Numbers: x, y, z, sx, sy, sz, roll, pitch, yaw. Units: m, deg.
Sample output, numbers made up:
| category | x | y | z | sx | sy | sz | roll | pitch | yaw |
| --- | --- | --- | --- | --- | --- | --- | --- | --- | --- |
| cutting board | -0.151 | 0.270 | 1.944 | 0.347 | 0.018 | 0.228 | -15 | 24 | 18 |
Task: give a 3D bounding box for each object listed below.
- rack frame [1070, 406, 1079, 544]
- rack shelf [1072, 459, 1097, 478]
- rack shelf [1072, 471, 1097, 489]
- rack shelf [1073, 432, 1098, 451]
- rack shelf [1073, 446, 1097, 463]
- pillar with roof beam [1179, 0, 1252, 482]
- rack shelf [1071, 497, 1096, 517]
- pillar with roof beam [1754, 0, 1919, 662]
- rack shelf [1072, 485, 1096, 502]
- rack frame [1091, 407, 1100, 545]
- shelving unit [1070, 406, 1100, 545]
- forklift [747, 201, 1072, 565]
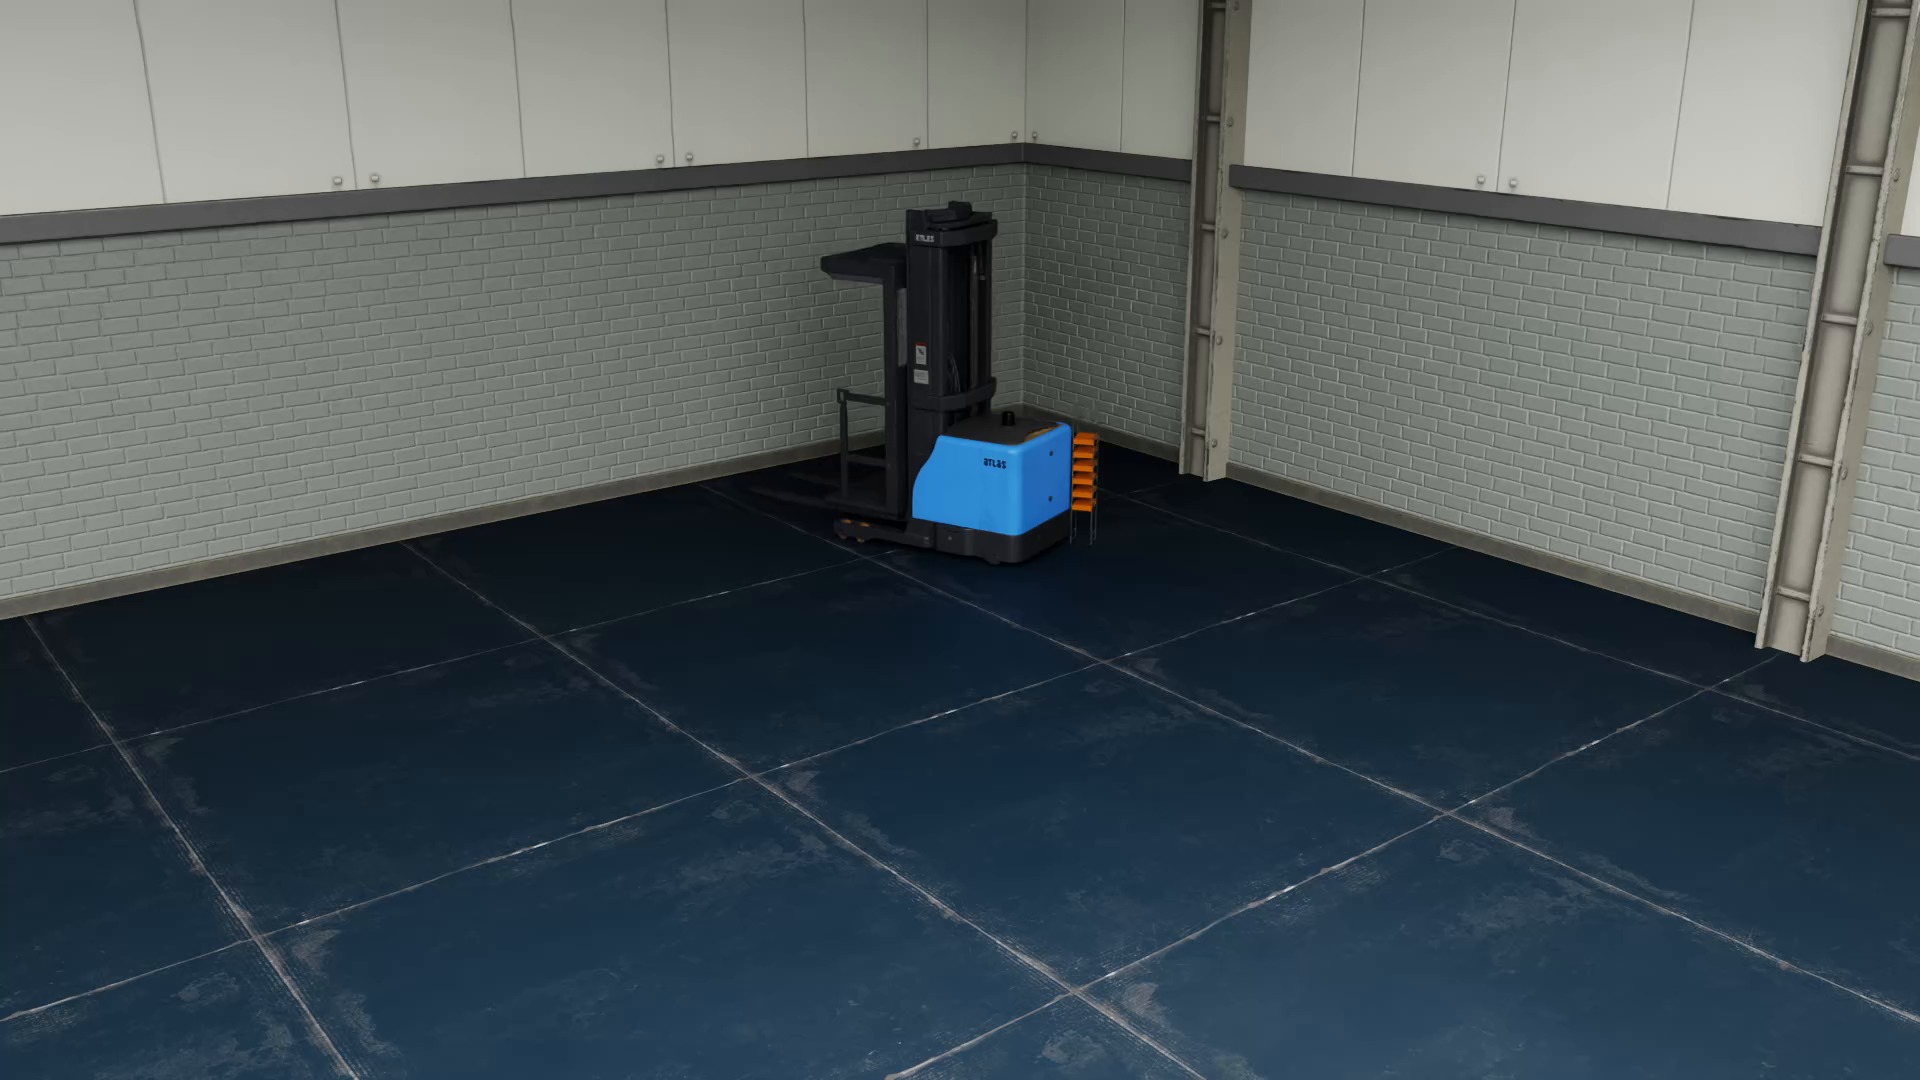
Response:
| category | x | y | z | sx | sy | sz | roll | pitch | yaw |
| --- | --- | --- | --- | --- | --- | --- | --- | --- | --- |
| rack frame | 1.012 | -0.572 | 14.680 | 0.006 | 1.200 | 0.240 | 5 | 19 | 13 |
| rack shelf | 1.101 | -0.637 | 14.636 | 0.180 | 0.103 | 0.258 | 5 | 19 | 13 |
| rack shelf | 1.101 | -0.523 | 14.673 | 0.180 | 0.103 | 0.258 | 5 | 19 | 13 |
| rack shelf | 1.101 | -0.864 | 14.560 | 0.180 | 0.103 | 0.258 | 5 | 19 | 13 |
| rack shelf | 1.101 | -0.751 | 14.598 | 0.180 | 0.103 | 0.258 | 5 | 19 | 13 |
| pillar with roof beam | -0.912 | -4.093 | 12.907 | 9.100 | 9.000 | 0.400 | -14 | 23 | -36 |
| rack shelf | 1.100 | -0.295 | 14.749 | 0.180 | 0.103 | 0.258 | 5 | 19 | 13 |
| pillar with roof beam | 2.814 | -2.614 | 8.443 | 9.100 | 9.000 | 0.400 | -14 | 23 | -36 |
| rack shelf | 1.100 | -0.409 | 14.711 | 0.180 | 0.103 | 0.258 | 5 | 19 | 13 |
| rack frame | 1.190 | -0.558 | 14.639 | 0.006 | 1.200 | 0.240 | 5 | 19 | 13 |
| shelving unit | 1.101 | -0.565 | 14.659 | 0.189 | 1.200 | 0.258 | 5 | 19 | 13 |
| forklift | -0.536 | -1.505 | 14.744 | 3.031 | 2.935 | 1.130 | 11 | 21 | 30 |
